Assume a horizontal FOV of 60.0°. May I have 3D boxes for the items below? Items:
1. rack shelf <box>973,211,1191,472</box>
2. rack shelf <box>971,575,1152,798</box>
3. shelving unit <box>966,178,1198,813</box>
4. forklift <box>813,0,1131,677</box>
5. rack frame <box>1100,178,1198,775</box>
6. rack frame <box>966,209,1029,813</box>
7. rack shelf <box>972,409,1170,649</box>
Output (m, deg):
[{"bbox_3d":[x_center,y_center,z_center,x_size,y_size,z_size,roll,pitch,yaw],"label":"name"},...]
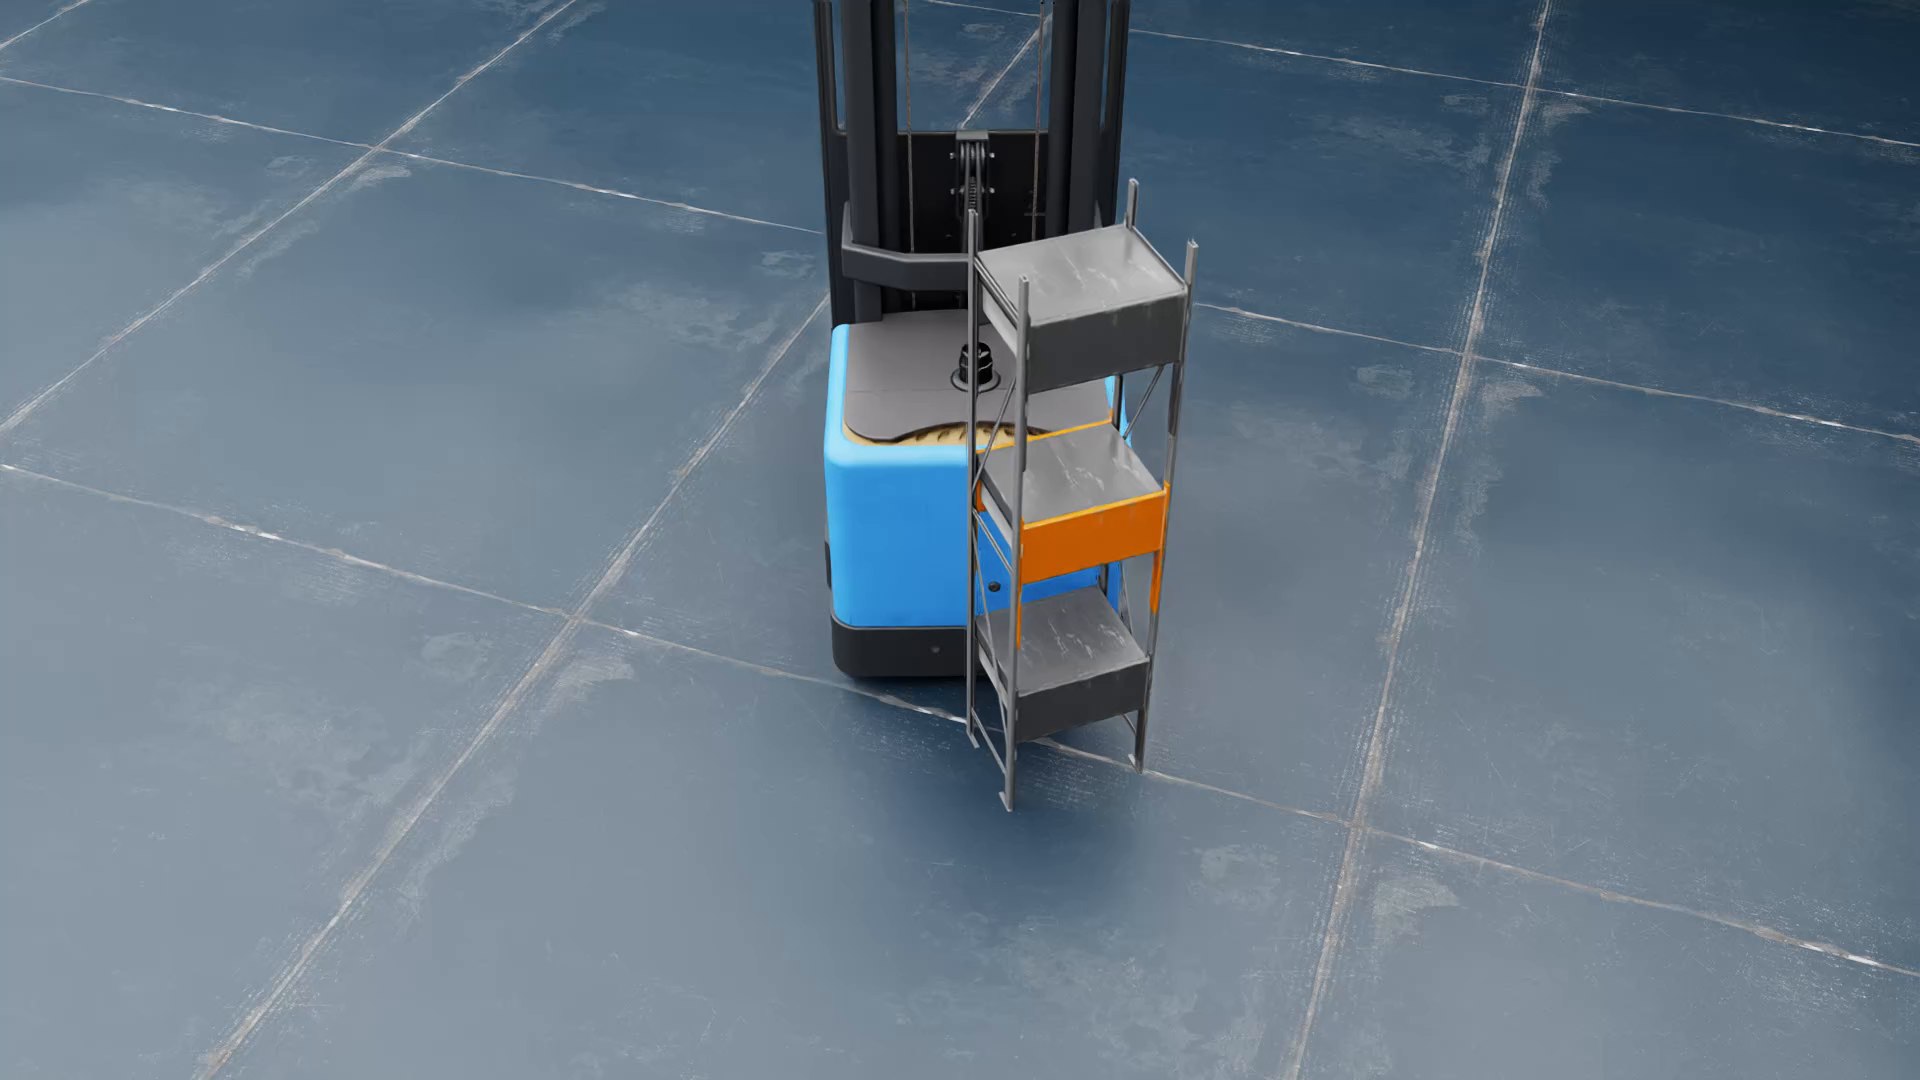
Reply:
[{"bbox_3d":[0.329,-0.570,4.743,0.480,0.518,0.431,-14,42,-16],"label":"rack shelf"},{"bbox_3d":[0.329,0.495,5.651,0.480,0.518,0.431,-14,42,-16],"label":"rack shelf"},{"bbox_3d":[0.329,-0.048,5.188,0.503,2.100,0.431,-14,42,-16],"label":"shelving unit"},{"bbox_3d":[0.035,-1.549,6.307,1.130,2.935,3.031,-1,40,-1],"label":"forklift"},{"bbox_3d":[0.557,-0.104,5.254,0.015,2.100,0.400,-14,42,-16],"label":"rack frame"},{"bbox_3d":[0.101,0.009,5.122,0.015,2.100,0.400,-14,42,-16],"label":"rack frame"},{"bbox_3d":[0.329,-0.037,5.197,0.480,0.518,0.431,-14,42,-16],"label":"rack shelf"}]
